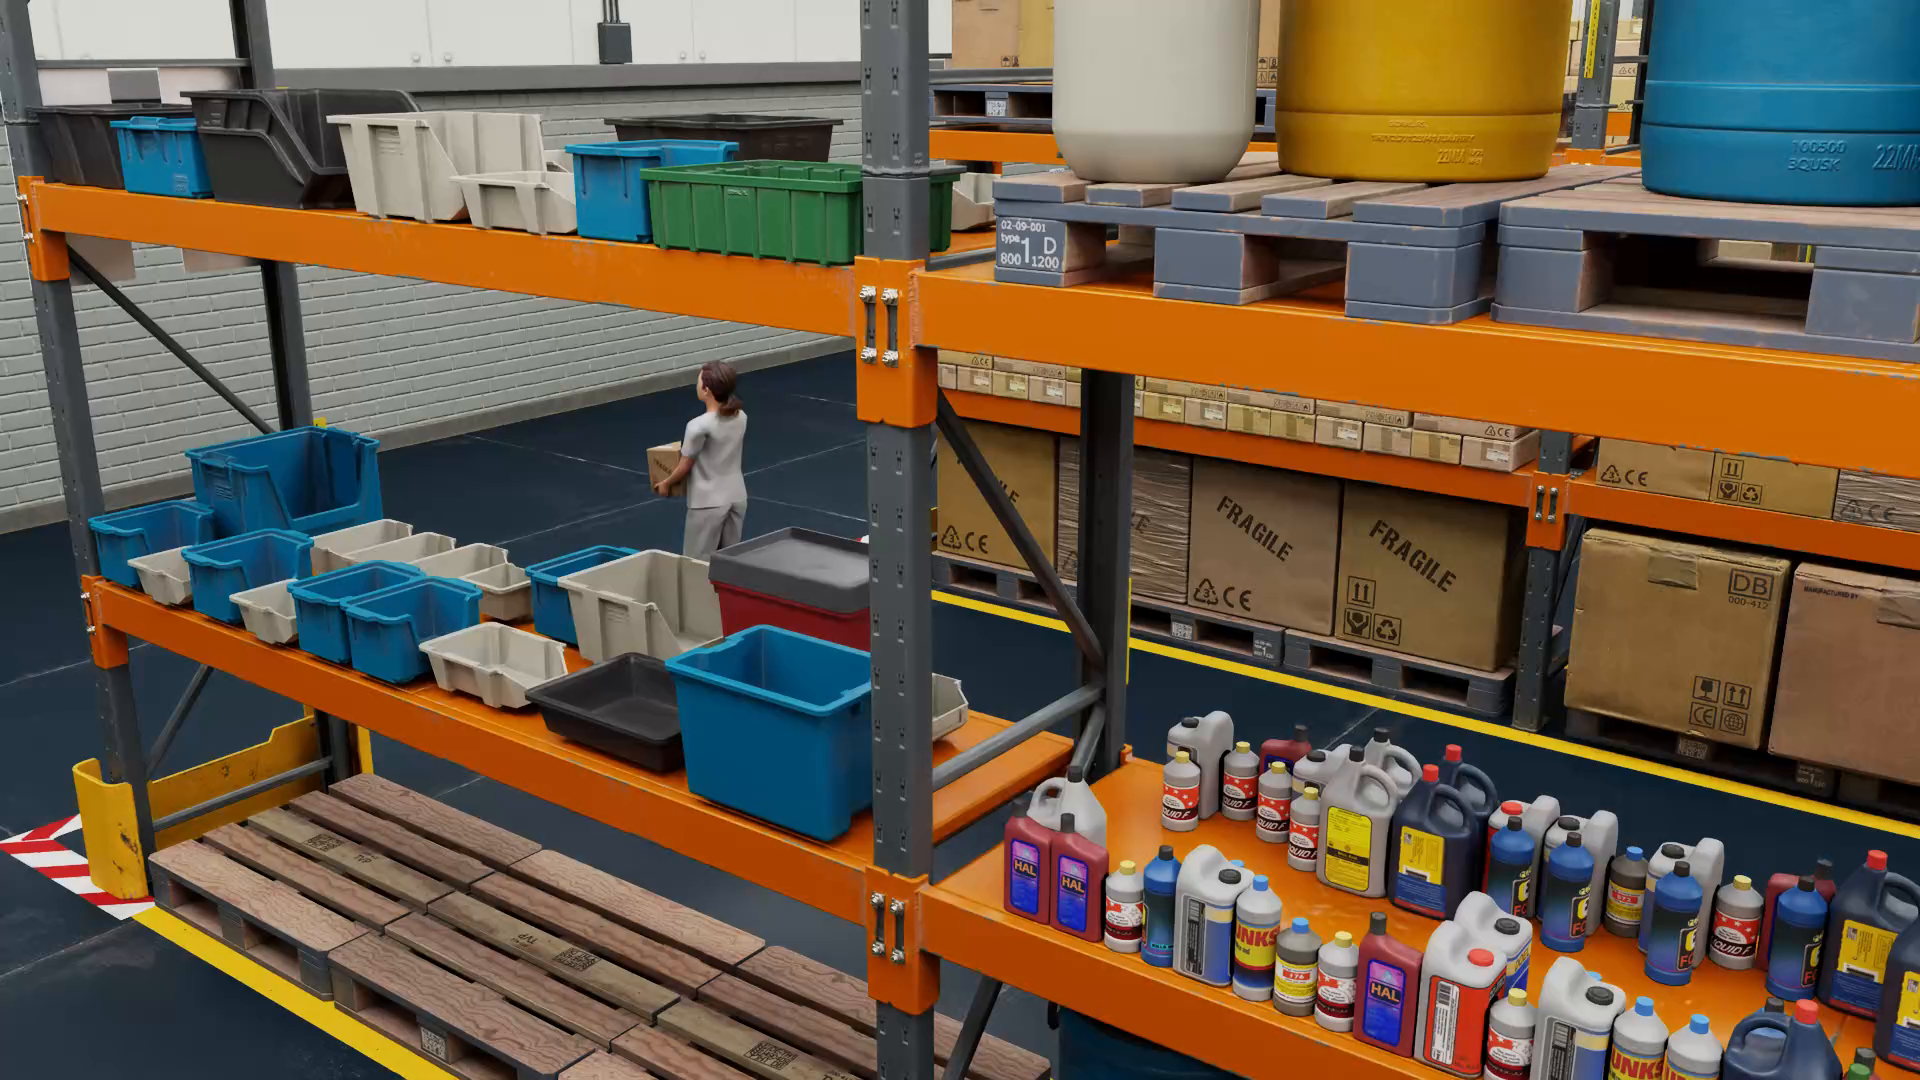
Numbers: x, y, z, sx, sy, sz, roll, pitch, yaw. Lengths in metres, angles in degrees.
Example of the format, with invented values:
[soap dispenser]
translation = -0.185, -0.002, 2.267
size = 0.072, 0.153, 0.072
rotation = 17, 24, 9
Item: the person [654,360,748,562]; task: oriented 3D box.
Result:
[person]
translation = -1.397, -0.185, 9.182
size = 0.561, 1.662, 0.437
rotation = 12, 21, 35
